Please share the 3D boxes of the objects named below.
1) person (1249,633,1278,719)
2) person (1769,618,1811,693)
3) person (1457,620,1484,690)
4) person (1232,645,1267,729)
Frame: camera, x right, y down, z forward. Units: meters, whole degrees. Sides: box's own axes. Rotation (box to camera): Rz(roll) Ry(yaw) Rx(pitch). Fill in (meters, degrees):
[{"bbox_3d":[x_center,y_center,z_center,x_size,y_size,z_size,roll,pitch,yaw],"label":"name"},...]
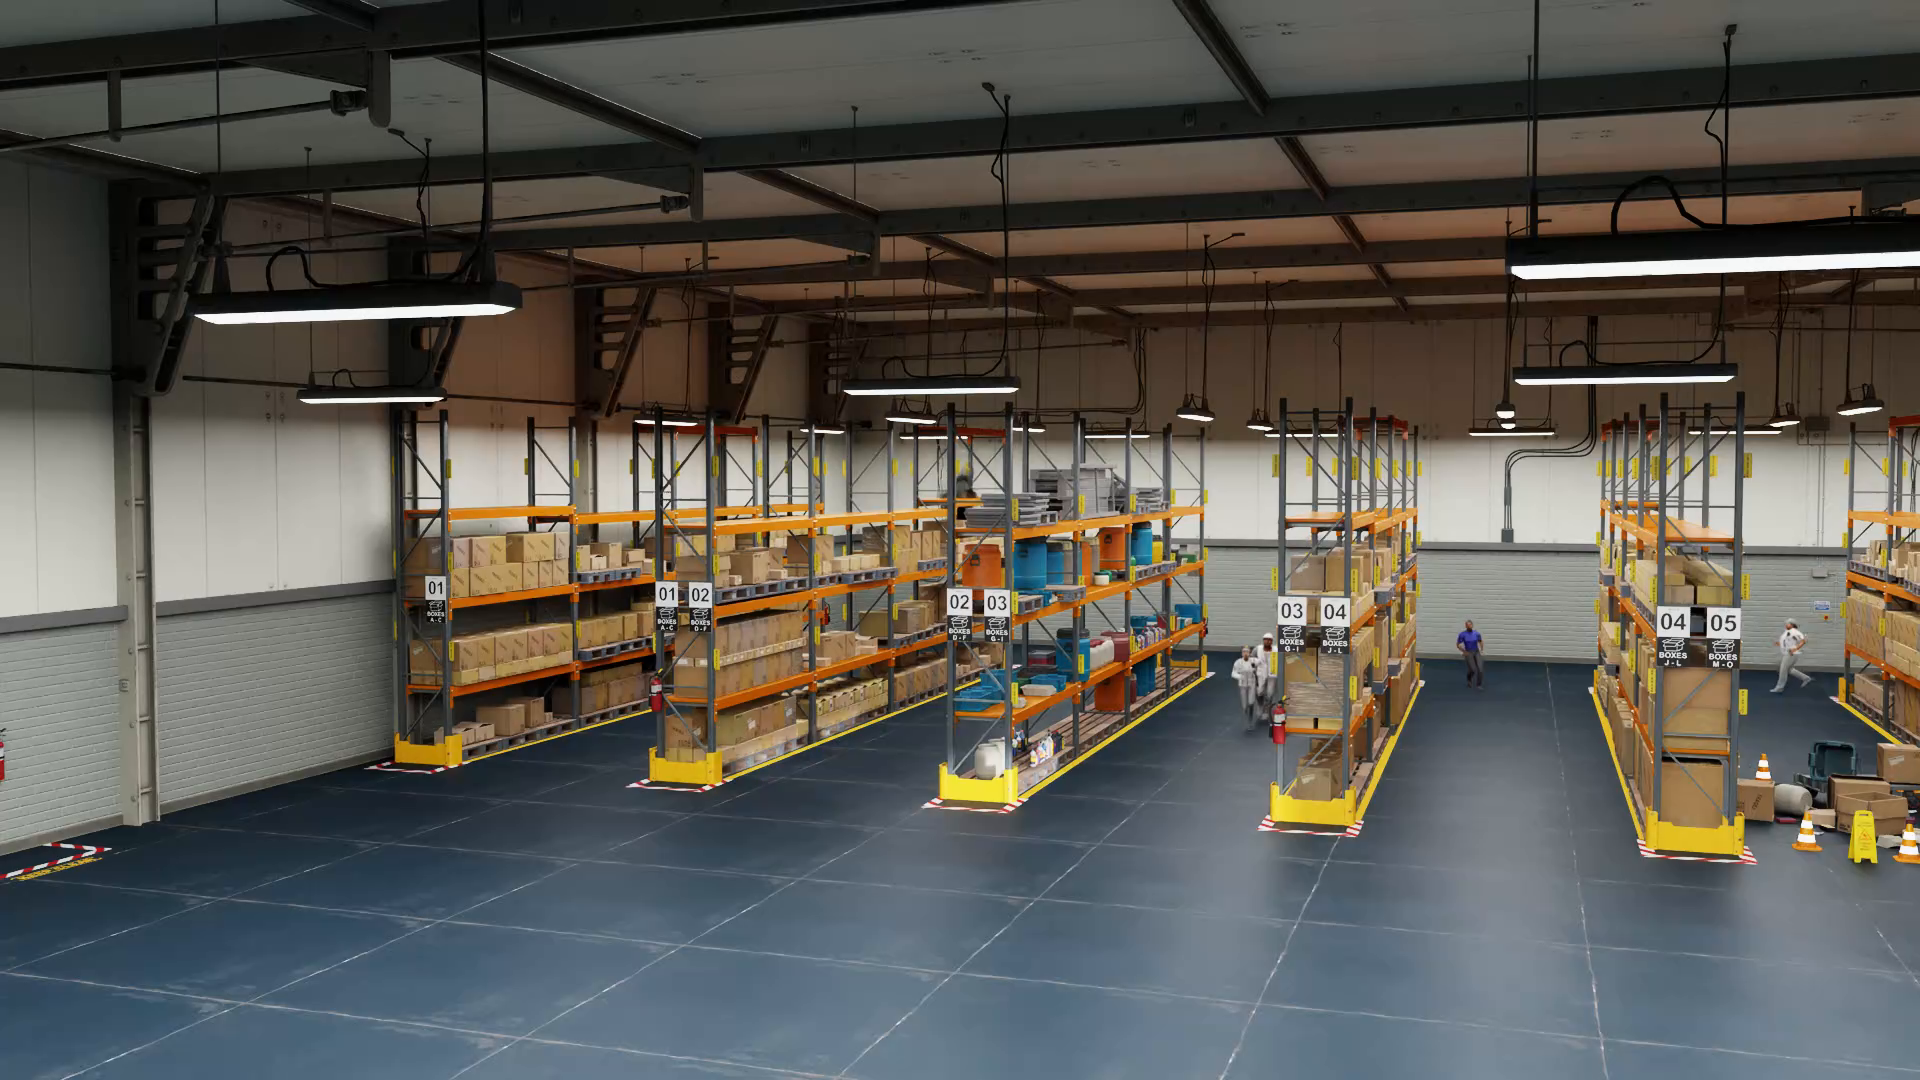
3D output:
[{"bbox_3d":[6.083,2.709,32.976,0.679,1.728,0.640,0,2,10],"label":"person"},{"bbox_3d":[18.553,2.579,37.116,0.903,1.663,0.608,0,2,9],"label":"person"},{"bbox_3d":[11.569,2.606,37.603,0.580,1.584,0.527,0,2,-2],"label":"person"},{"bbox_3d":[5.505,2.803,31.671,0.648,1.643,0.729,1,3,15],"label":"person"}]
